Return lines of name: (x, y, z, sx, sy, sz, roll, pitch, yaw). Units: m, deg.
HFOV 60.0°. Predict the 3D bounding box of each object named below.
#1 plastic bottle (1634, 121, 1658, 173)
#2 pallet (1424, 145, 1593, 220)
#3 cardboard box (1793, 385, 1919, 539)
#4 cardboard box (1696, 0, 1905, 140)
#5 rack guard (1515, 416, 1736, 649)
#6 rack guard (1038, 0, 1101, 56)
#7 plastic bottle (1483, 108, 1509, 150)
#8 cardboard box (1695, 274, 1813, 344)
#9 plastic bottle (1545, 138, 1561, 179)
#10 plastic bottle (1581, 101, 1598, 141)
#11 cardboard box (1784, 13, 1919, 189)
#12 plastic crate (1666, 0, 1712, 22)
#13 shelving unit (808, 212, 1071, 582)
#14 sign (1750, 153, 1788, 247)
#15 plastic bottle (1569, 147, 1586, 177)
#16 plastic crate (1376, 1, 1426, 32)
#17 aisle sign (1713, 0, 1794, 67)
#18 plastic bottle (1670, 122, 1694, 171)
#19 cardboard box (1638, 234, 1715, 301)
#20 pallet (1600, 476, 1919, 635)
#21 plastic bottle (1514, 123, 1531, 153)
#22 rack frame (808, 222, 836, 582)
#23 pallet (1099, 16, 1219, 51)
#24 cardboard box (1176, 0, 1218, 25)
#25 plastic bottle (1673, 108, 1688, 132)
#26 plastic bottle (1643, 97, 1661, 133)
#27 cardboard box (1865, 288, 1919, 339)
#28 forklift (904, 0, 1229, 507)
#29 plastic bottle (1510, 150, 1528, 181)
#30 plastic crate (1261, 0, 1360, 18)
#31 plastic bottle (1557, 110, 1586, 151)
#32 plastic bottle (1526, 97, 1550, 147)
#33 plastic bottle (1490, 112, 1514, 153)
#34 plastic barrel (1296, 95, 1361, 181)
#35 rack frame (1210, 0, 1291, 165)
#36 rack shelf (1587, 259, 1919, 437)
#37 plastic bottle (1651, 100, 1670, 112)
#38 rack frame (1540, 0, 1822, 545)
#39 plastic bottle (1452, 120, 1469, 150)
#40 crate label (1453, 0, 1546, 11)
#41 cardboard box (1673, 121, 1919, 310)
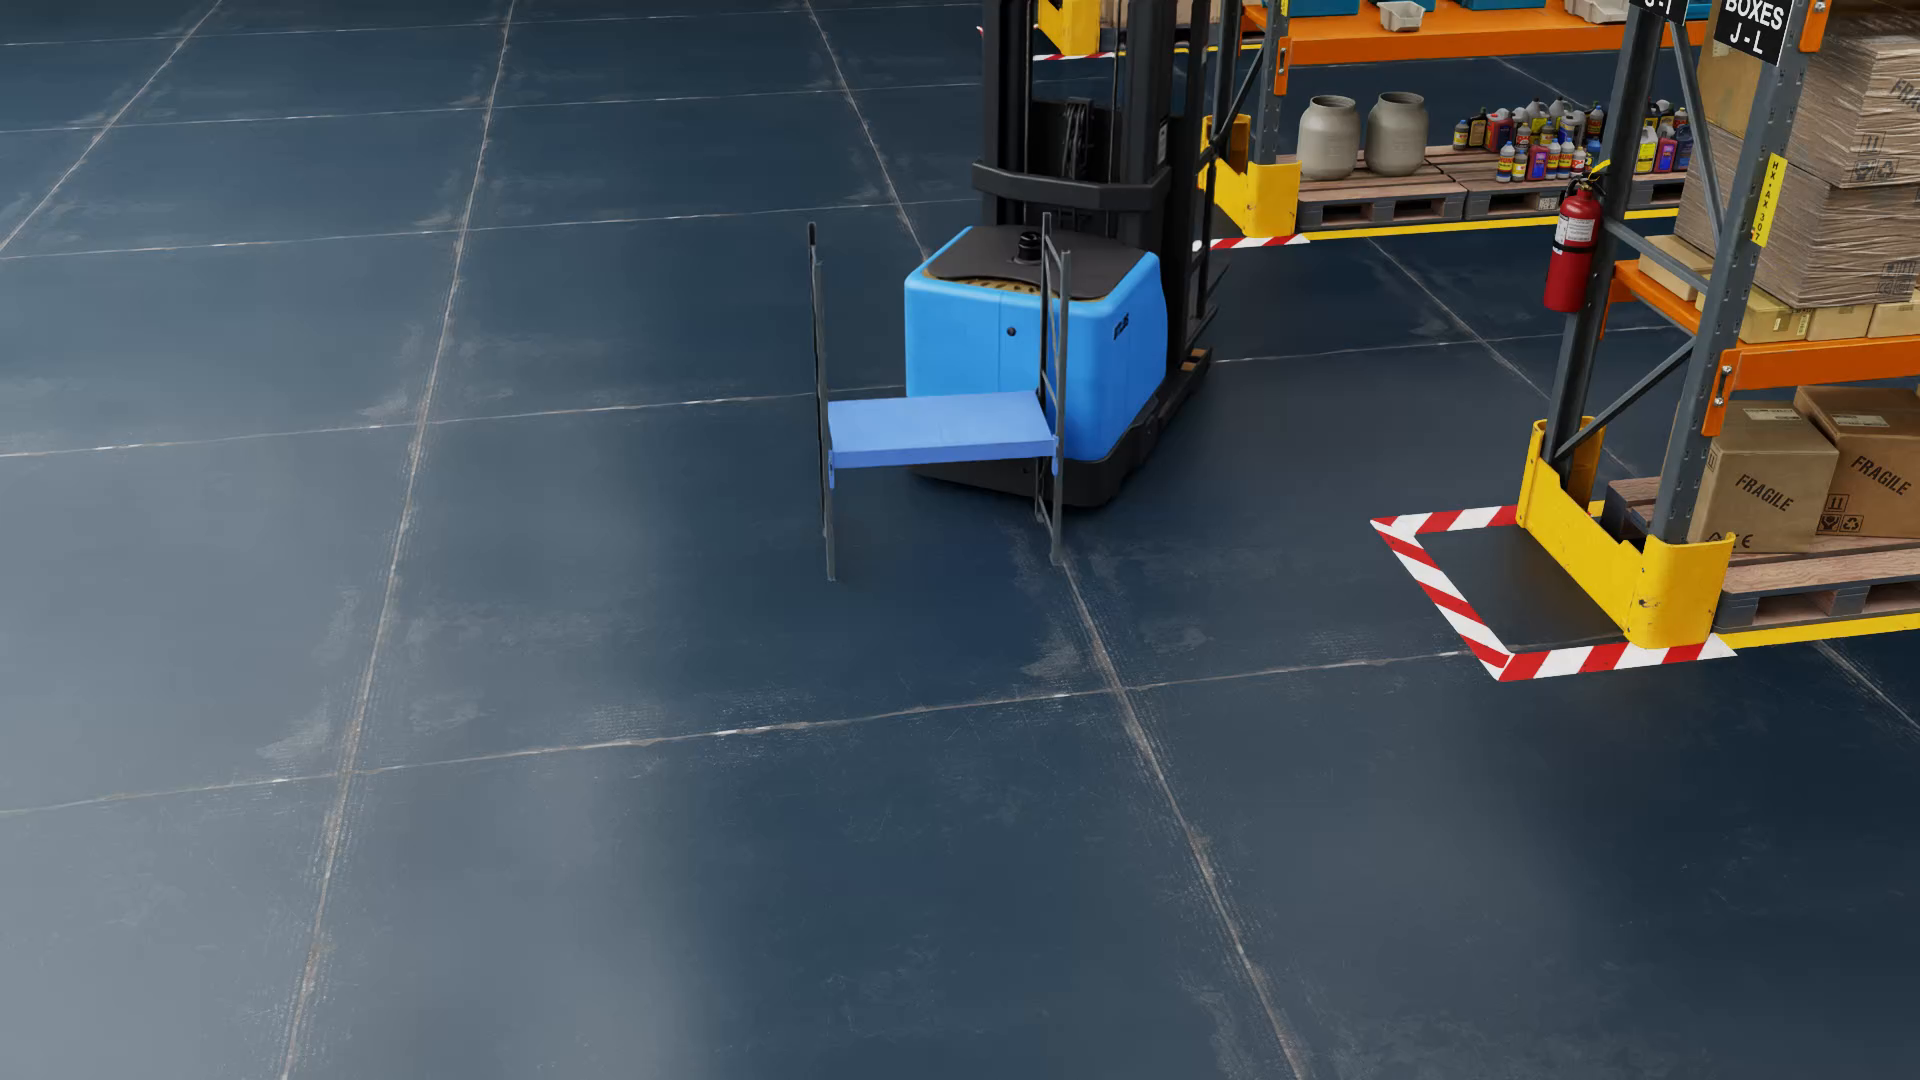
plastic bottle: (4.787, -2.763, 11.668, 0.185, 0.351, 0.144, -5, 31, -9)
pallet: (4.004, -2.609, 11.978, 1.213, 0.211, 1.003, -5, 31, -9)
cardboard box: (4.031, -0.354, 7.444, 0.500, 0.500, 0.500, 2, 31, 4)
cardboard box: (3.329, -1.906, 6.653, 0.500, 0.500, 0.500, -5, 31, -9)
rack guard: (2.907, -0.059, 7.357, 0.348, 0.500, 1.175, -5, 31, -9)
rack guard: (1.028, -4.989, 15.742, 0.348, 0.500, 1.175, -5, 31, -9)
plastic bottle: (3.920, -3.010, 12.163, 0.135, 0.276, 0.152, -5, 31, -9)
cardboard box: (3.155, -0.929, 6.618, 0.250, 0.149, 0.380, -5, 31, -9)
plastic bottle: (4.117, -2.654, 11.562, 0.097, 0.271, 0.097, 0, 30, 0)
plastic bottle: (4.650, -3.105, 12.317, 0.133, 0.283, 0.061, -4, 31, -7)
cardboard box: (3.422, -1.646, 6.212, 0.500, 0.500, 0.500, -5, 31, -9)
plastic crate: (4.835, -3.664, 11.168, 0.616, 0.251, 0.499, -5, 31, -9)
shelving unit: (-0.099, -0.616, 7.319, 1.048, 1.500, 0.538, -4, 31, -6)
sign: (2.930, -1.232, 6.033, 0.005, 0.325, 0.100, -5, 31, -9)
plastic bottle: (4.313, -2.642, 11.611, 0.097, 0.201, 0.097, 0, 30, 0)
plastic crate: (2.878, -3.407, 10.845, 0.250, 0.136, 0.298, -5, 31, -9)
aisle sign: (2.825, -2.095, 5.789, 0.004, 0.787, 0.394, -5, 31, -9)
plastic bottle: (5.104, -2.792, 11.719, 0.185, 0.351, 0.144, -7, 31, -11)
cardboard box: (3.075, -1.150, 6.995, 0.250, 0.149, 0.380, -5, 31, -9)
pallet: (3.712, 0.009, 7.527, 1.213, 0.211, 1.003, -5, 31, -9)
plastic bottle: (4.098, -2.930, 12.101, 0.097, 0.201, 0.097, 0, 30, 0)
rack frame: (-0.603, -0.584, 7.263, 0.032, 1.500, 0.500, -4, 31, -6)
pallet: (1.796, -4.958, 15.973, 1.213, 0.211, 1.003, -5, 31, -9)
cardboard box: (2.110, -5.050, 15.678, 0.500, 0.250, 0.500, -5, 31, -9)
plastic bottle: (5.382, -3.128, 12.437, 0.097, 0.201, 0.097, 0, 30, 0)
plastic bottle: (5.032, -3.073, 12.197, 0.185, 0.351, 0.144, -5, 31, -9)
cardboard box: (3.653, -0.957, 6.666, 0.250, 0.149, 0.380, -5, 31, -9)
forklift: (0.761, -2.149, 8.513, 1.130, 2.935, 3.031, 12, 33, 19)
plastic bottle: (3.881, -2.602, 11.543, 0.097, 0.201, 0.097, 0, 30, 0)
plastic crate: (2.378, -3.730, 11.281, 0.616, 0.251, 0.499, -5, 31, -9)
plastic bottle: (4.453, -2.986, 12.121, 0.135, 0.276, 0.152, -5, 31, -9)
plastic bottle: (4.219, -3.072, 12.195, 0.185, 0.351, 0.144, -4, 31, -7)
plastic bottle: (3.940, -2.961, 12.071, 0.133, 0.283, 0.061, -5, 31, -9)
plastic barrel: (2.574, -2.806, 11.603, 0.421, 0.512, 0.421, 0, 30, 0)
rack frame: (1.940, -3.599, 10.912, 0.127, 3.000, 1.000, -5, 31, -9)
rack shelf: (4.799, -1.002, 7.205, 4.000, 0.370, 1.077, -5, 31, -9)
plastic bottle: (5.169, -3.126, 12.361, 0.135, 0.276, 0.152, -4, 31, -7)
rack frame: (2.832, -1.130, 6.712, 0.127, 3.000, 1.000, -5, 31, -9)
plastic bottle: (3.668, -2.969, 12.166, 0.097, 0.201, 0.097, 0, 30, 0)
crate label: (3.702, -3.917, 11.418, 0.616, 0.435, 0.502, -5, 31, -9)
cardboard box: (3.378, -1.338, 6.673, 0.500, 0.500, 0.875, -5, 31, -9)
